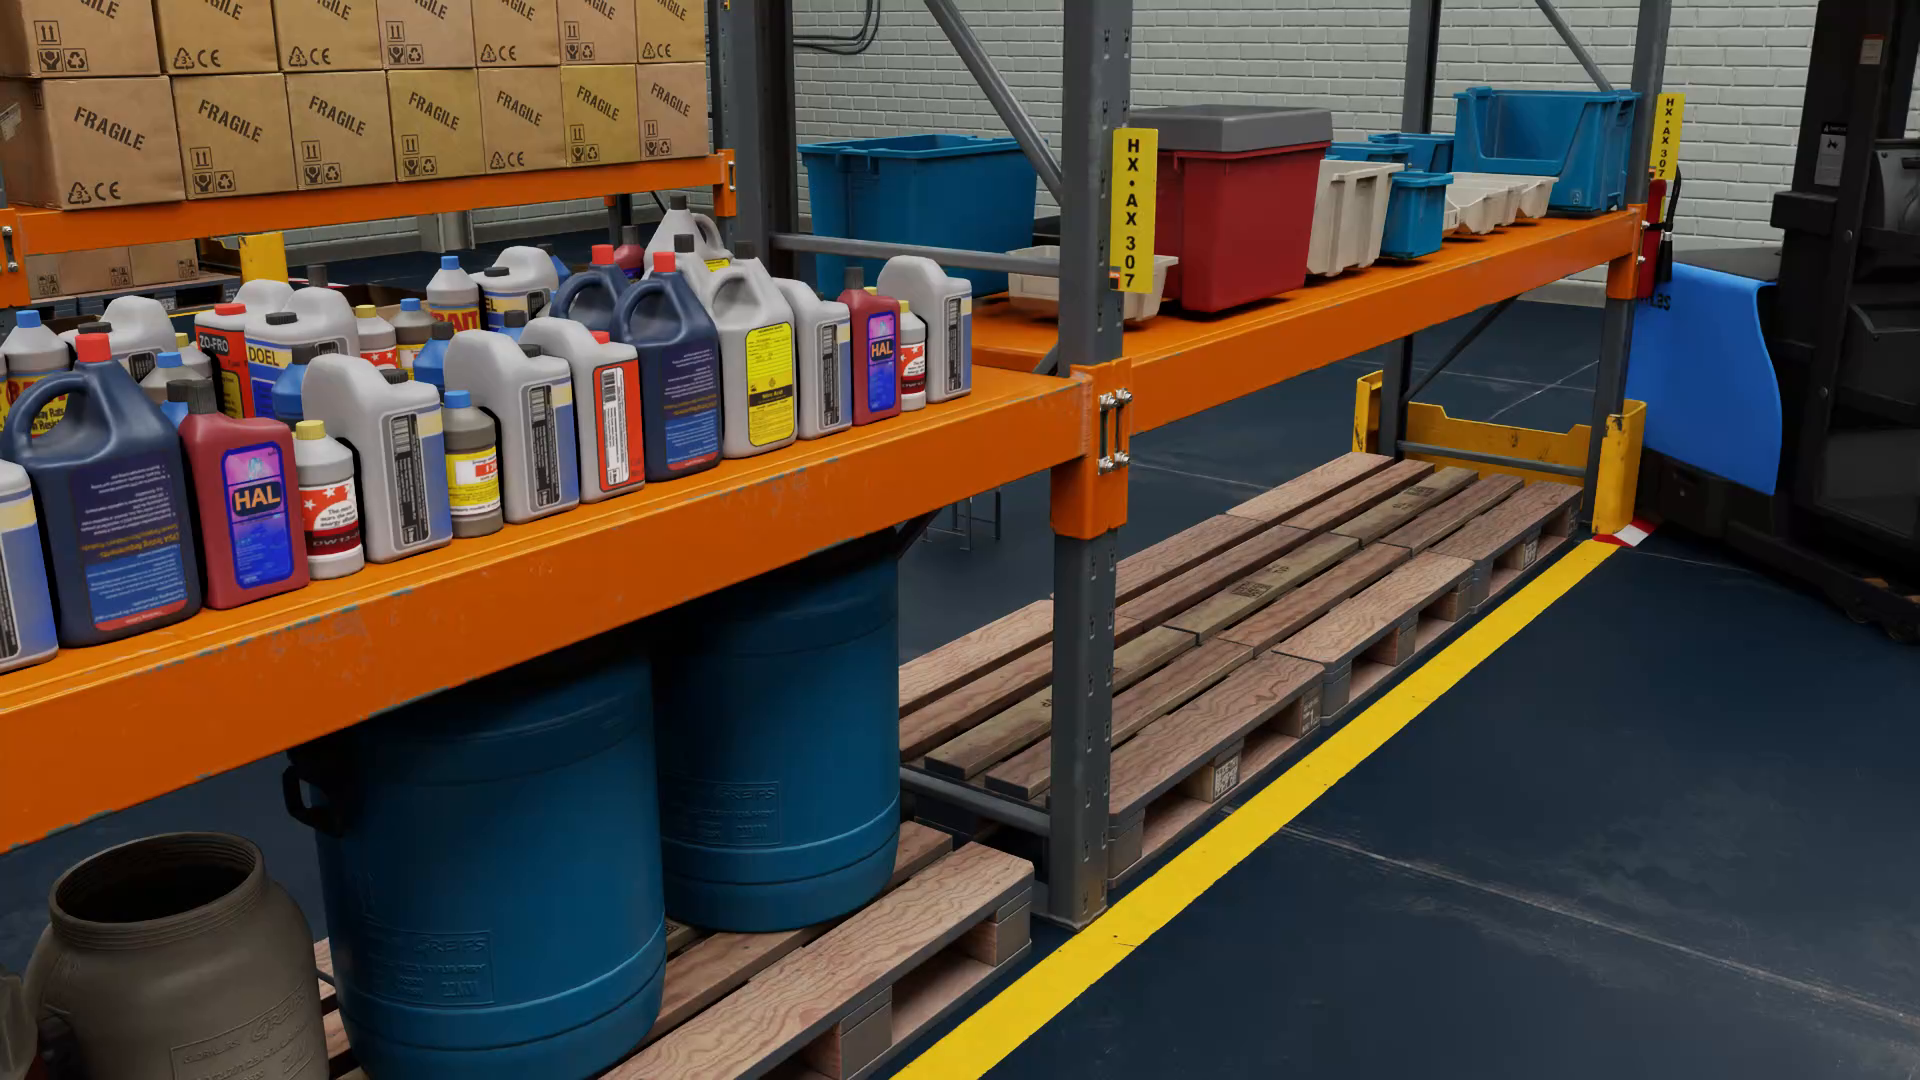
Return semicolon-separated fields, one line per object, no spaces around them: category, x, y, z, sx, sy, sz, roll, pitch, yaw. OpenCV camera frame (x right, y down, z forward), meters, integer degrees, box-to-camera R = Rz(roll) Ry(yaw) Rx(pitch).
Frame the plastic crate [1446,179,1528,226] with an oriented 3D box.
plastic crate;1.767;-1.192;5.868;0.396;0.136;0.243;12;21;35

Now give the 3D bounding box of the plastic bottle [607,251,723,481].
plastic bottle;-0.486;-0.285;2.687;0.144;0.351;0.185;12;21;35

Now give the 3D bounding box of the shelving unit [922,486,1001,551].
shelving unit;0.005;-0.432;6.617;0.258;0.900;0.210;12;21;35

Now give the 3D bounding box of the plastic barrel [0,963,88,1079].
plastic barrel;-1.524;0.886;2.191;0.600;0.588;0.708;12;21;35

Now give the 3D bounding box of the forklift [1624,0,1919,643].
forklift;3.637;-1.173;5.578;1.130;2.935;3.031;-4;18;-12

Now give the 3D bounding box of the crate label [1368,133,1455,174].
crate label;1.881;-1.530;6.795;0.416;0.233;0.303;12;21;35

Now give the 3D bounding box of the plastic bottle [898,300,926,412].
plastic bottle;-0.114;-0.351;3.151;0.097;0.201;0.097;0;17;0

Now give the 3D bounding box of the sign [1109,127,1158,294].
sign;0.349;-0.664;3.357;0.100;0.325;0.005;12;21;35

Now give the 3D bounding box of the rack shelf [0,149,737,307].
rack shelf;-2.875;-1.638;8.175;1.077;0.370;4.000;12;21;35

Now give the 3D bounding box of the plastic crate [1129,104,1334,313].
plastic crate;0.642;-0.857;4.236;0.402;0.464;0.583;12;21;35

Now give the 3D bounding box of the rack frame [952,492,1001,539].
rack frame;0.065;-0.456;6.695;0.240;0.900;0.006;12;21;35

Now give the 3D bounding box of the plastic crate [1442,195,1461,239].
plastic crate;1.460;-1.048;5.403;0.298;0.136;0.250;12;21;35

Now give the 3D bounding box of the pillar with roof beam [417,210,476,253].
pillar with roof beam;-1.293;-6.233;11.642;9.100;9.000;0.400;12;21;35

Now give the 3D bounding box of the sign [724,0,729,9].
sign;-1.250;-3.059;9.052;0.100;0.325;0.005;12;21;35

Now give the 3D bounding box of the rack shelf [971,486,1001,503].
rack shelf;0.005;-0.228;6.680;0.258;0.077;0.200;12;21;35

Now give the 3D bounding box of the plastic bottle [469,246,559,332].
plastic bottle;-0.891;-0.440;3.312;0.152;0.276;0.135;12;21;35

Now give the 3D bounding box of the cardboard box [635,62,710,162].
cardboard box;-1.732;-2.351;9.089;0.500;0.500;0.500;13;22;36

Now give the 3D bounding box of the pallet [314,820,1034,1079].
pallet;-0.584;0.879;3.558;1.003;0.211;1.213;12;21;35

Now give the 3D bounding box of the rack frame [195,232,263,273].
rack frame;-5.664;-3.333;12.418;1.000;3.000;0.127;12;21;35

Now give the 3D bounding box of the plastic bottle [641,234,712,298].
plastic bottle;-0.492;-0.355;2.911;0.144;0.351;0.185;12;21;35

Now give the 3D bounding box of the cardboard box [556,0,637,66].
cardboard box;-2.028;-2.708;8.553;0.500;0.500;0.500;13;22;36

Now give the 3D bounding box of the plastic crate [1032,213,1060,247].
plastic crate;0.360;-0.841;4.756;0.437;0.125;0.590;12;21;35

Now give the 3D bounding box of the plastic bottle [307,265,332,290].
plastic bottle;-1.181;-0.350;3.010;0.061;0.283;0.133;12;21;35

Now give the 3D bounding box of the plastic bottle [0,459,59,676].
plastic bottle;-1.131;0.006;1.875;0.152;0.276;0.135;12;21;35

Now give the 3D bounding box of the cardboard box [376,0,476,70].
cardboard box;-2.640;-2.462;7.759;0.500;0.500;0.500;13;22;36

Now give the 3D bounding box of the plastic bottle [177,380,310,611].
plastic bottle;-0.904;-0.065;2.092;0.061;0.283;0.133;12;21;35

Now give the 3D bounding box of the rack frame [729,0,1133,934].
rack frame;-0.091;-0.629;3.713;1.000;3.000;0.127;12;21;35

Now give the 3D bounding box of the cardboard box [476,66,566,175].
cardboard box;-2.340;-2.109;8.309;0.500;0.500;0.500;13;21;35

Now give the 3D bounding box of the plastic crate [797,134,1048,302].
plastic crate;-0.087;-0.822;4.258;0.392;0.384;0.575;12;21;35

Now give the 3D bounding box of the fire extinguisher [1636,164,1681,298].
fire extinguisher;2.747;-1.323;6.705;0.296;0.674;0.183;12;21;35

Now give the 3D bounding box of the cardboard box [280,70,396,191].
cardboard box;-2.942;-1.868;7.532;0.500;0.500;0.500;12;21;34

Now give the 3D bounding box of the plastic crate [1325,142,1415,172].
plastic crate;1.488;-1.373;6.290;0.416;0.233;0.300;12;21;35

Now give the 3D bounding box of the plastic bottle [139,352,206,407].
plastic bottle;-1.252;-0.198;2.659;0.097;0.201;0.097;0;17;0

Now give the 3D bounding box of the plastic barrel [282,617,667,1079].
plastic barrel;-0.851;0.467;3.011;0.600;0.901;0.708;12;21;35

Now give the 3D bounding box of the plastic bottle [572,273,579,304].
plastic bottle;-0.786;-0.460;3.503;0.097;0.201;0.097;0;17;0

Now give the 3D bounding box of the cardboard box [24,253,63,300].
cardboard box;-6.598;-1.916;11.363;0.700;0.500;0.500;12;21;33

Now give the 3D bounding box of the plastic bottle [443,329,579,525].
plastic bottle;-0.665;-0.180;2.475;0.152;0.276;0.135;12;21;35

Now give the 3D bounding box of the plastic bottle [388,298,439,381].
plastic bottle;-1.040;-0.359;3.175;0.097;0.201;0.097;0;17;0

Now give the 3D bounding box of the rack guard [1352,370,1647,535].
rack guard;2.296;-0.396;7.177;1.175;0.500;0.348;12;21;35

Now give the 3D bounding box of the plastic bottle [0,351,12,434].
plastic bottle;-1.512;-0.203;2.558;0.097;0.271;0.097;0;17;0

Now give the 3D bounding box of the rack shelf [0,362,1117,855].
rack shelf;-1.283;0.190;2.286;1.077;0.370;4.000;12;21;35

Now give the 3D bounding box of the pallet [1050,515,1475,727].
pallet;1.042;0.228;5.652;1.003;0.211;1.213;12;21;35

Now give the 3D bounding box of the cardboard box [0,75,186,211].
cardboard box;-3.545;-1.627;6.755;0.500;0.500;0.500;13;22;36

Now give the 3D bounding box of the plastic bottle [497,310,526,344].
plastic bottle;-0.696;-0.227;2.635;0.097;0.271;0.097;0;17;0

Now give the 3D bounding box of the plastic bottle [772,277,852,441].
plastic bottle;-0.284;-0.332;2.965;0.152;0.276;0.135;12;21;35

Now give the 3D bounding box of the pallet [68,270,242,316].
pallet;-6.078;-1.797;12.174;1.003;0.211;1.213;12;21;35

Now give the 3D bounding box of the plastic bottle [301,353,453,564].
plastic bottle;-0.803;-0.125;2.297;0.152;0.276;0.135;12;21;35

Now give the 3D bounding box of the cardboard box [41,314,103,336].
cardboard box;-3.955;-0.708;7.438;0.500;0.500;0.500;12;21;35

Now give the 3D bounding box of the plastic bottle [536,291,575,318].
plastic bottle;-0.780;-0.387;3.267;0.097;0.201;0.097;0;17;0

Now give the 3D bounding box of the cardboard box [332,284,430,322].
cardboard box;-2.952;-0.972;8.283;0.797;0.503;0.637;12;21;35

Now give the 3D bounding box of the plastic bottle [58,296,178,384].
plastic bottle;-1.363;-0.251;2.705;0.152;0.276;0.135;12;21;35

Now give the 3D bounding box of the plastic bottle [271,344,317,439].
plastic bottle;-0.914;-0.140;2.354;0.097;0.271;0.097;0;17;0

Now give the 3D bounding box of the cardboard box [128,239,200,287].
cardboard box;-6.001;-2.155;12.133;0.700;0.500;0.500;12;21;35

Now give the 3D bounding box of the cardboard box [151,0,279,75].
cardboard box;-3.253;-2.216;6.968;0.500;0.500;0.500;12;21;33

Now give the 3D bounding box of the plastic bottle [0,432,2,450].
plastic bottle;-1.235;-0.062;1.967;0.144;0.351;0.185;12;21;35
